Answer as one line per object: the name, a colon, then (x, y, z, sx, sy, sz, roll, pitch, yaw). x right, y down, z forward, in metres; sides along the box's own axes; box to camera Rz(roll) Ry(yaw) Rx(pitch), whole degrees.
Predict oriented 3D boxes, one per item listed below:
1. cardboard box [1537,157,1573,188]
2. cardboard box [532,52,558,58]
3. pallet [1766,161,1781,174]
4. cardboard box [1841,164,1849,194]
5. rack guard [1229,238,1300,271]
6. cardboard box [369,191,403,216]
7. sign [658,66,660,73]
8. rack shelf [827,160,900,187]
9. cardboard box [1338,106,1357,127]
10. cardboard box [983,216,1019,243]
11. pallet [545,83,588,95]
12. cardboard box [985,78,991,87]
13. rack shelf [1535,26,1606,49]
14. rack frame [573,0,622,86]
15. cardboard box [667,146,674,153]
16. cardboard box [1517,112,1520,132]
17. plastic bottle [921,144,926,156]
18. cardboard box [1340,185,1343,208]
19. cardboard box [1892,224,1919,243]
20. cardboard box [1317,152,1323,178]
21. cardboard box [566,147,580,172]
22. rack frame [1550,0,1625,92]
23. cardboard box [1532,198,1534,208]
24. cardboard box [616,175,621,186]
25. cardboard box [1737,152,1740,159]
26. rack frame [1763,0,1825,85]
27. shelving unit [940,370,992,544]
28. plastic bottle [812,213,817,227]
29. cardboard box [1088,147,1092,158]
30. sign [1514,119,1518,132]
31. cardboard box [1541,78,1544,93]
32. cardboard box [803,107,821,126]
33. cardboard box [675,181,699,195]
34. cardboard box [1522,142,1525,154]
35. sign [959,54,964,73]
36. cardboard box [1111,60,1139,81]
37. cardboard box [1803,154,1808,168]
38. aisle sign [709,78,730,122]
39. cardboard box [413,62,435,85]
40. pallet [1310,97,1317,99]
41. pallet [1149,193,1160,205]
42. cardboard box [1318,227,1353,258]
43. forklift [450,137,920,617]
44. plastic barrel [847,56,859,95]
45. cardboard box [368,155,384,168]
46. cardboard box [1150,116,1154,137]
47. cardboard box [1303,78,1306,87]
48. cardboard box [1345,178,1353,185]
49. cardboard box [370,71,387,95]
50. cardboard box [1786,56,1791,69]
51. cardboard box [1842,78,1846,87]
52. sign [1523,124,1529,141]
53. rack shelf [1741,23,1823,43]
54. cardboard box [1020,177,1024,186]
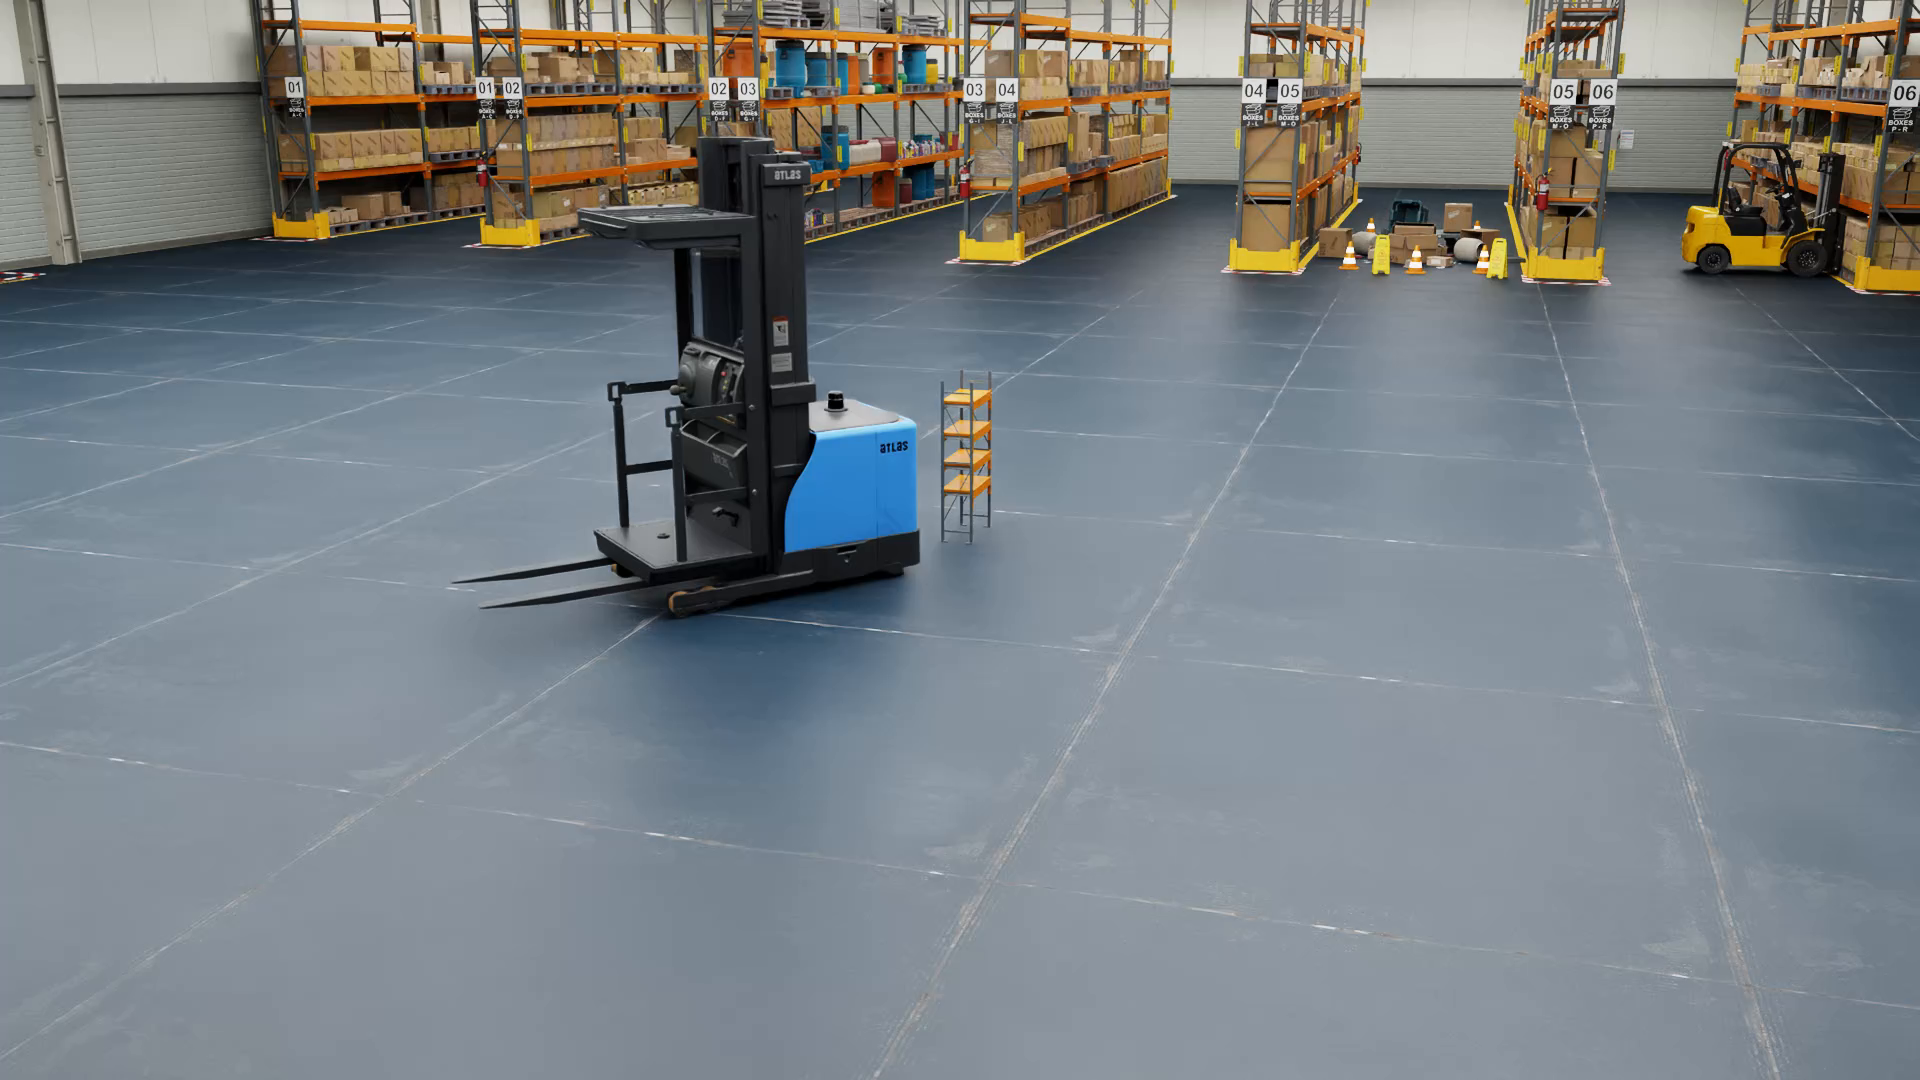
cardboard box: (9.955, -6.159, 27.820, 0.500, 0.500, 0.500, 4, 16, 15)
cardboard box: (-10.791, -12.563, 43.264, 0.500, 0.250, 0.500, 4, 16, 14)
pallet: (17.224, -7.604, 33.994, 1.213, 0.211, 1.003, 5, 16, 16)
cardboard box: (15.311, -6.150, 28.330, 0.500, 0.500, 0.500, 4, 16, 15)
rack guard: (5.284, -4.953, 28.877, 1.175, 0.500, 0.348, 5, 16, 16)
cardboard box: (-12.803, -7.507, 37.072, 0.500, 0.500, 0.500, 3, 16, 12)
sign: (-7.179, -11.170, 39.769, 0.100, 0.325, 0.005, 5, 16, 16)
rack shelf: (-2.480, -8.181, 36.994, 1.077, 0.370, 4.000, 5, 16, 16)
cardboard box: (9.663, -10.612, 41.686, 0.500, 0.500, 0.500, 6, 17, 19)
cardboard box: (0.757, -5.735, 30.863, 0.500, 0.500, 0.500, 8, 18, 26)
pallet: (-8.362, -9.246, 34.096, 1.003, 0.211, 1.213, 5, 16, 16)
cardboard box: (0.344, -8.233, 29.905, 0.380, 0.149, 0.250, 5, 16, 16)
rack shelf: (11.770, -9.722, 32.166, 1.077, 0.370, 4.000, 5, 16, 16)
rack frame: (-7.796, -11.275, 35.590, 1.000, 3.000, 0.127, 5, 16, 16)
cardboard box: (-7.099, -9.174, 39.338, 0.500, 0.311, 0.500, 4, 16, 15)
cardboard box: (14.203, -10.416, 41.541, 0.500, 0.500, 0.500, 4, 16, 15)
plastic bottle: (-0.928, -9.586, 40.855, 0.152, 0.276, 0.135, 5, 16, 16)
cardboard box: (8.732, -8.088, 39.159, 0.500, 0.500, 0.500, 4, 16, 15)
cardboard box: (15.144, -4.892, 26.517, 0.500, 0.250, 0.500, 4, 16, 15)
cardboard box: (6.835, -7.374, 32.645, 0.500, 0.500, 0.500, 5, 17, 16)
cardboard box: (-8.351, -7.917, 34.561, 0.700, 0.500, 0.500, 5, 17, 18)
rack frame: (10.065, -8.691, 26.479, 1.000, 3.000, 0.127, 5, 16, 16)
cardboard box: (10.465, -6.037, 29.822, 0.380, 0.149, 0.250, 6, 17, 19)
cardboard box: (-9.816, -10.183, 46.547, 0.700, 0.500, 0.500, 4, 16, 15)
cardboard box: (18.602, -9.088, 39.334, 0.380, 0.149, 0.250, 4, 16, 14)
rack frame: (18.236, -11.447, 36.194, 1.000, 3.000, 0.127, 5, 16, 16)
shelving unit: (0.047, -0.621, 12.318, 0.258, 1.200, 0.503, 5, 16, 16)
plastic bottle: (-3.016, -6.622, 34.350, 0.061, 0.283, 0.133, 6, 17, 20)
cardboard box: (2.622, -8.346, 35.735, 0.396, 0.266, 0.258, 4, 16, 14)
sign: (14.082, -10.490, 42.084, 0.100, 0.325, 0.005, 5, 16, 16)
cardboard box: (10.522, -8.006, 29.290, 0.500, 0.250, 0.500, 5, 17, 16)
cardboard box: (-4.249, -11.920, 46.841, 0.500, 0.500, 0.500, 4, 16, 15)
cardboard box: (-6.572, -8.428, 39.789, 0.500, 0.311, 0.500, 5, 17, 17)
cardboard box: (12.648, -8.618, 36.576, 0.500, 0.250, 0.500, 4, 16, 14)
sign: (0.038, -8.491, 29.647, 0.100, 0.325, 0.005, 5, 16, 16)
cardboard box: (4.139, -11.664, 41.320, 0.700, 0.500, 0.500, 4, 16, 13)
cardboard box: (16.308, -7.183, 31.516, 0.500, 0.250, 0.500, 5, 17, 17)
aisle sign: (-4.490, -8.212, 31.022, 0.394, 0.787, 0.004, 5, 16, 16)
cardboard box: (-12.315, -10.602, 37.762, 0.500, 0.500, 0.500, 7, 17, 24)
pallet: (6.641, -8.803, 32.724, 0.805, 0.209, 1.217, 4, 16, 14)
pallet: (4.610, -8.884, 43.265, 1.003, 0.211, 1.213, 5, 16, 16)
cardboard box: (6.970, -5.522, 30.876, 0.500, 0.500, 0.500, 8, 18, 25)
forklift: (-1.799, -1.082, 10.773, 3.031, 2.935, 1.130, -10, 19, -31)
plastic barrel: (-2.539, -10.331, 36.971, 0.600, 0.830, 0.708, 5, 16, 16)
cardboard box: (-12.810, -8.168, 35.868, 0.500, 0.250, 0.500, 5, 17, 16)
cardboard box: (4.646, -10.515, 42.259, 0.500, 0.500, 0.500, 4, 16, 14)
cardboard box: (5.696, -7.799, 28.341, 0.380, 0.149, 0.250, 5, 17, 16)
cardboard box: (9.852, -9.168, 42.519, 0.380, 0.149, 0.250, 4, 16, 15)
cardboard box: (-12.730, -9.842, 35.816, 0.500, 0.500, 0.500, 4, 16, 14)
cardboard box: (18.214, -10.390, 36.169, 0.396, 0.266, 0.258, 4, 16, 15)
cardboard box: (15.544, -7.946, 28.857, 0.380, 0.149, 0.250, 5, 17, 17)
sign: (11.806, -8.497, 34.668, 0.100, 0.325, 0.005, 5, 16, 16)
rack shelf: (18.804, -11.622, 38.138, 1.077, 0.370, 4.000, 5, 16, 16)
cardboard box: (0.963, -6.572, 30.465, 0.380, 0.149, 0.250, 5, 16, 16)
